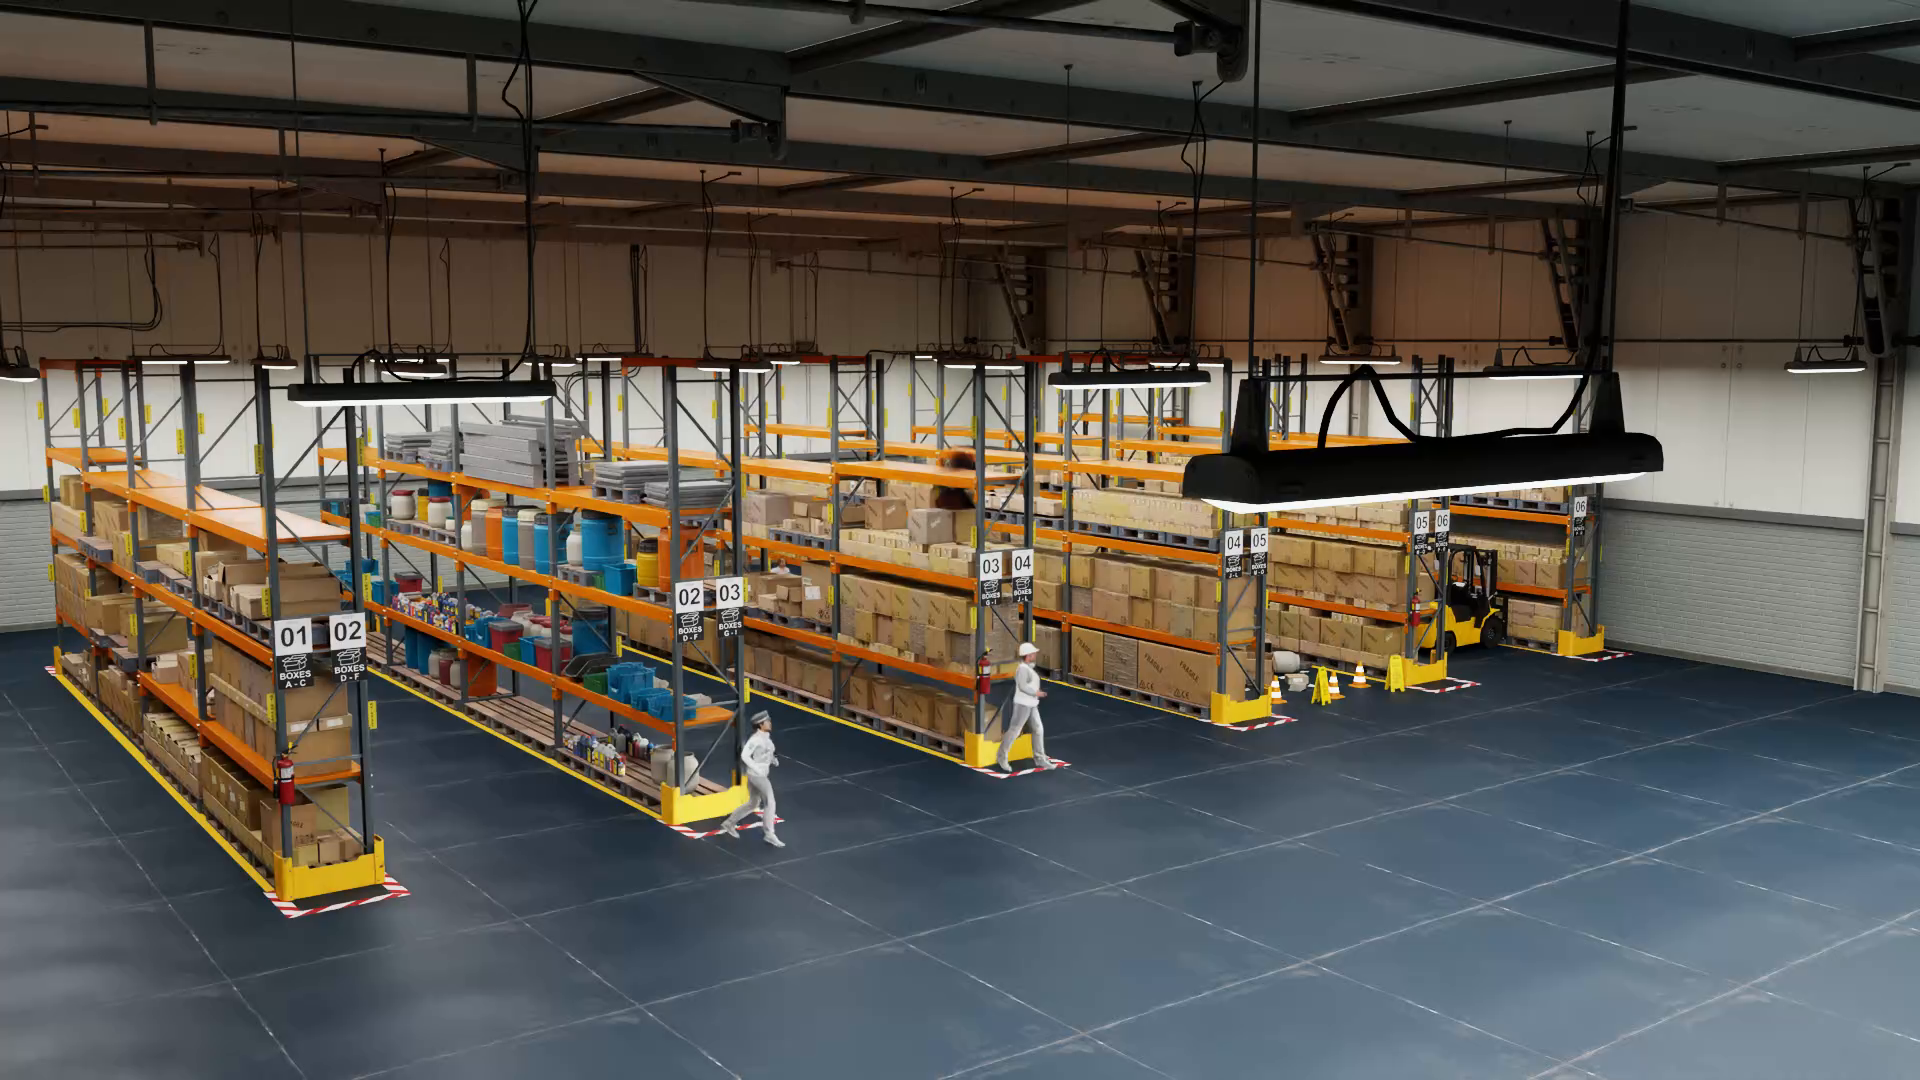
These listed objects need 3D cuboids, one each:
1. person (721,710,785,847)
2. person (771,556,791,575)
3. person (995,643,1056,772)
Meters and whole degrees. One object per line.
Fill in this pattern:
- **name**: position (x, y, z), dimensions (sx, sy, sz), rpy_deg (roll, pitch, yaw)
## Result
- **person**: position (-2.607, 2.989, 20.949), dimensions (0.810, 1.734, 0.608), rpy_deg (0, 7, -2)
- **person**: position (-3.905, 1.180, 36.400), dimensions (0.503, 1.616, 0.694), rpy_deg (-5, 9, -36)
- **person**: position (0.952, 2.361, 23.650), dimensions (0.853, 1.799, 0.704), rpy_deg (1, 7, 10)
